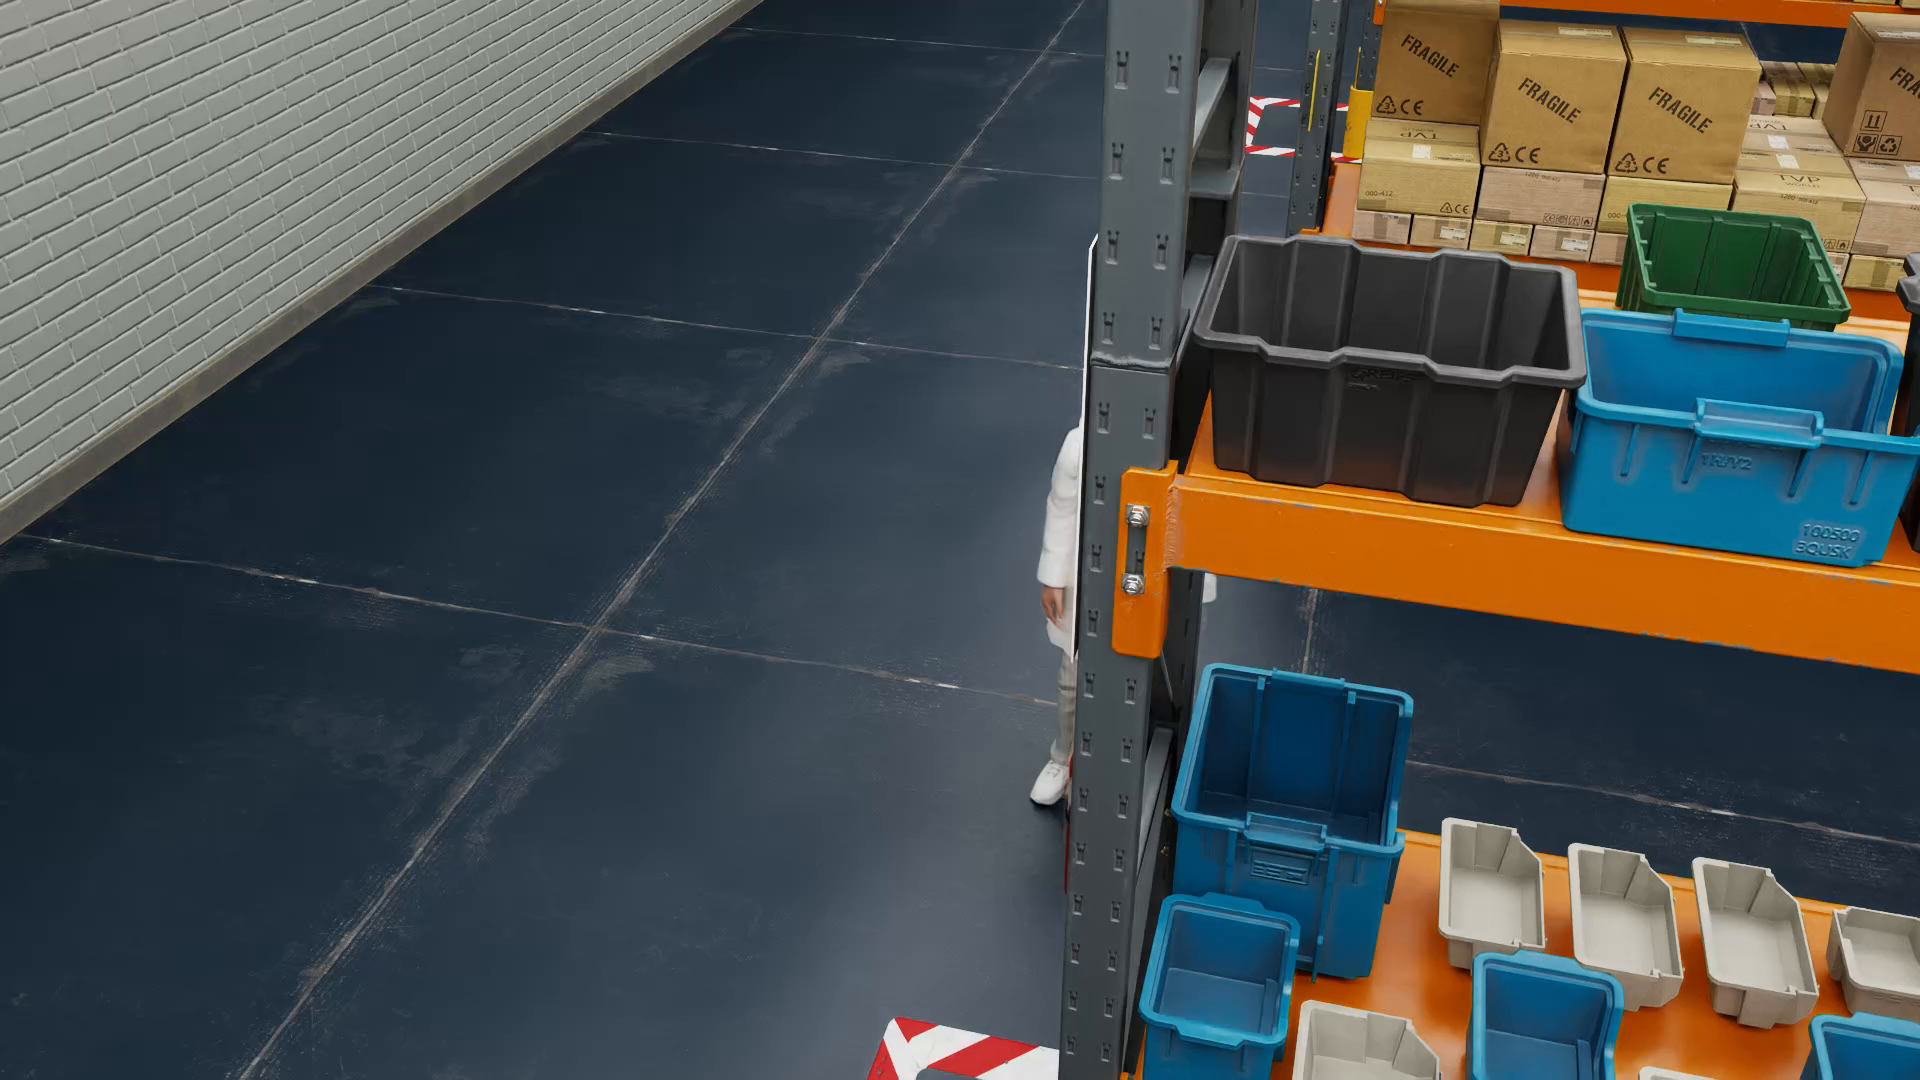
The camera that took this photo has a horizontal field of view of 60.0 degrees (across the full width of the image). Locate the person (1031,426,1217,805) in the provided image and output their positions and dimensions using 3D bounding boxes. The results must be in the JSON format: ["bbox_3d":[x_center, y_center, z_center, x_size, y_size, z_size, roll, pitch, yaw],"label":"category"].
[{"bbox_3d":[0.583,0.182,5.867,0.635,1.773,0.427,7,33,11],"label":"person"}]
